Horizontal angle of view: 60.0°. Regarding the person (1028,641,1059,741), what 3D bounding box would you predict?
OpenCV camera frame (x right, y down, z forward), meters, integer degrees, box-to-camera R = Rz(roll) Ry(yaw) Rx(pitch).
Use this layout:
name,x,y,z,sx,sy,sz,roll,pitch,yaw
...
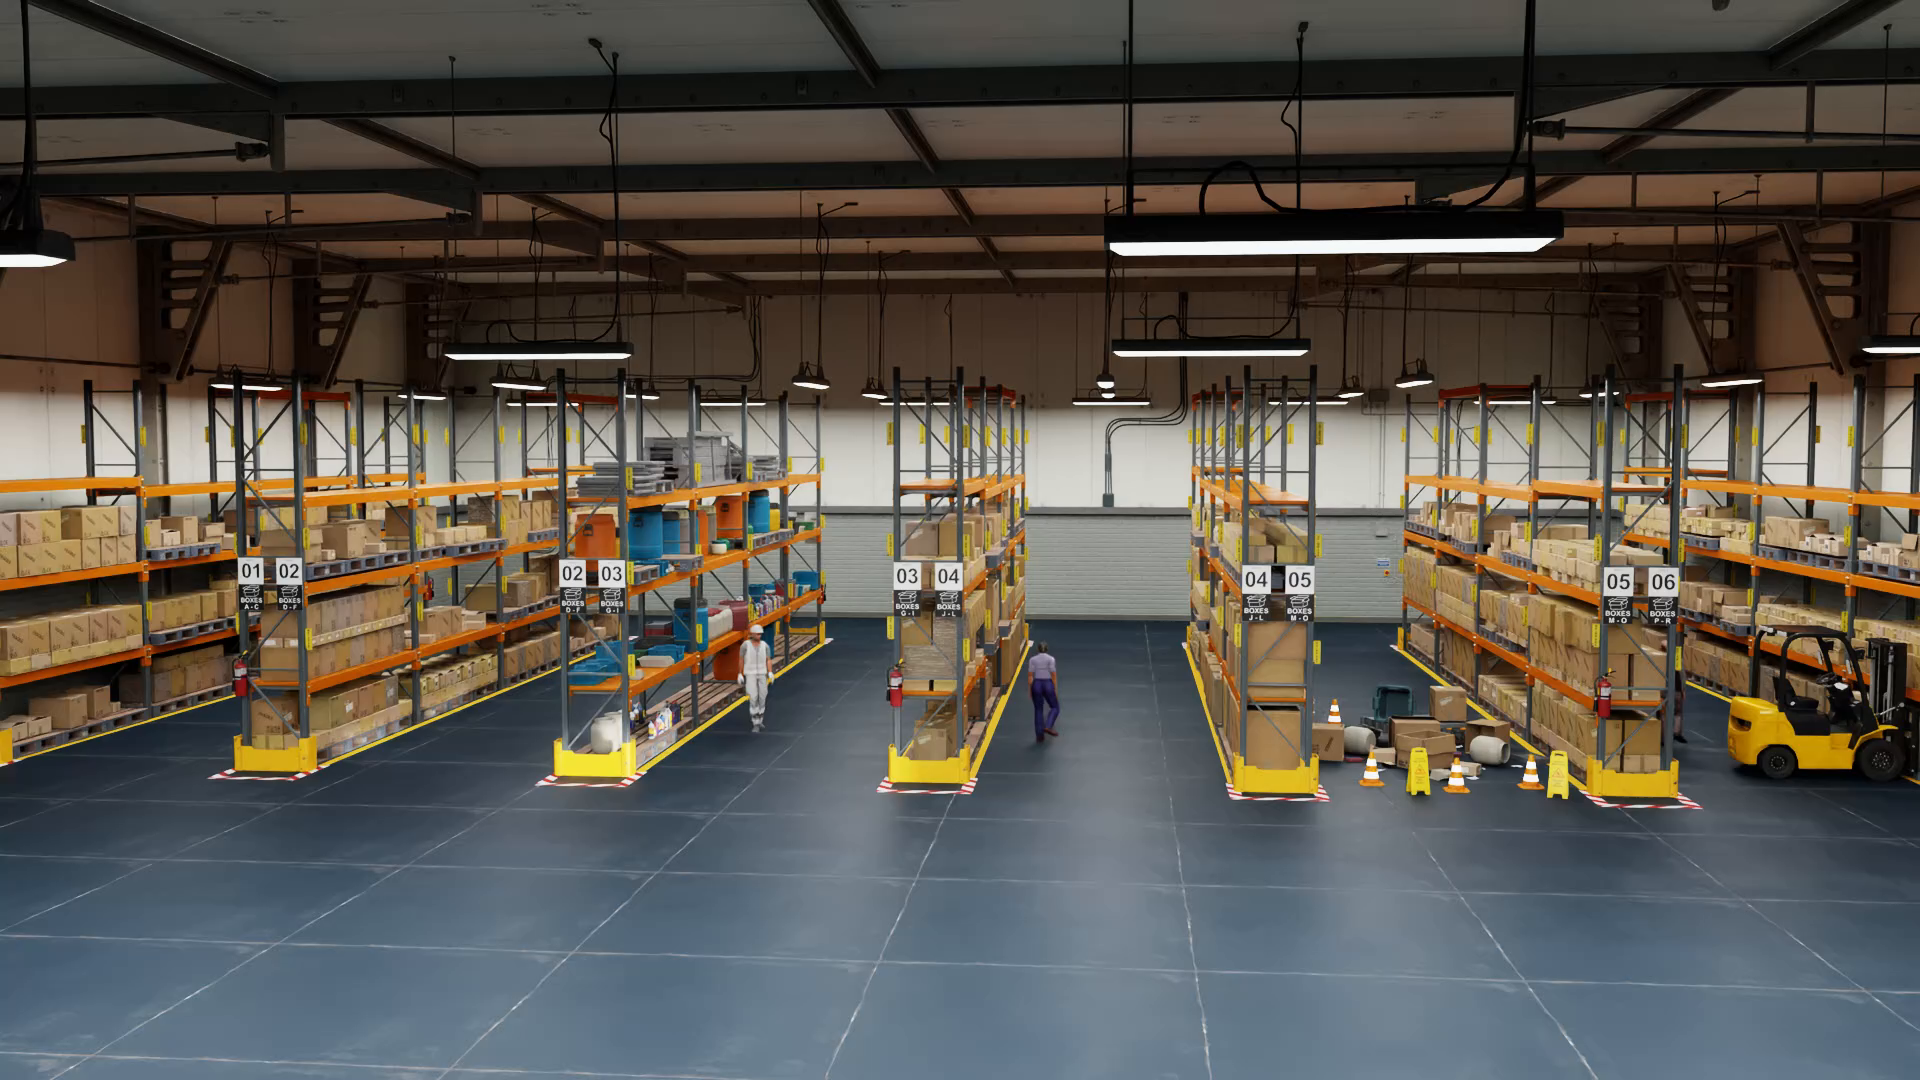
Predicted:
name,x,y,z,sx,sy,sz,roll,pitch,yaw
person,1.371,2.481,27.371,0.545,1.640,0.477,1,4,17

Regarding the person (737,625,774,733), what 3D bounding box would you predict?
name,x,y,z,sx,sy,sz,roll,pitch,yaw
person,-3.454,2.360,28.331,0.587,1.821,0.570,-2,4,-26

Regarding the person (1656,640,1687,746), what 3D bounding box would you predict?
name,x,y,z,sx,sy,sz,roll,pitch,yaw
person,11.436,2.477,26.860,0.571,1.722,0.506,1,4,11
